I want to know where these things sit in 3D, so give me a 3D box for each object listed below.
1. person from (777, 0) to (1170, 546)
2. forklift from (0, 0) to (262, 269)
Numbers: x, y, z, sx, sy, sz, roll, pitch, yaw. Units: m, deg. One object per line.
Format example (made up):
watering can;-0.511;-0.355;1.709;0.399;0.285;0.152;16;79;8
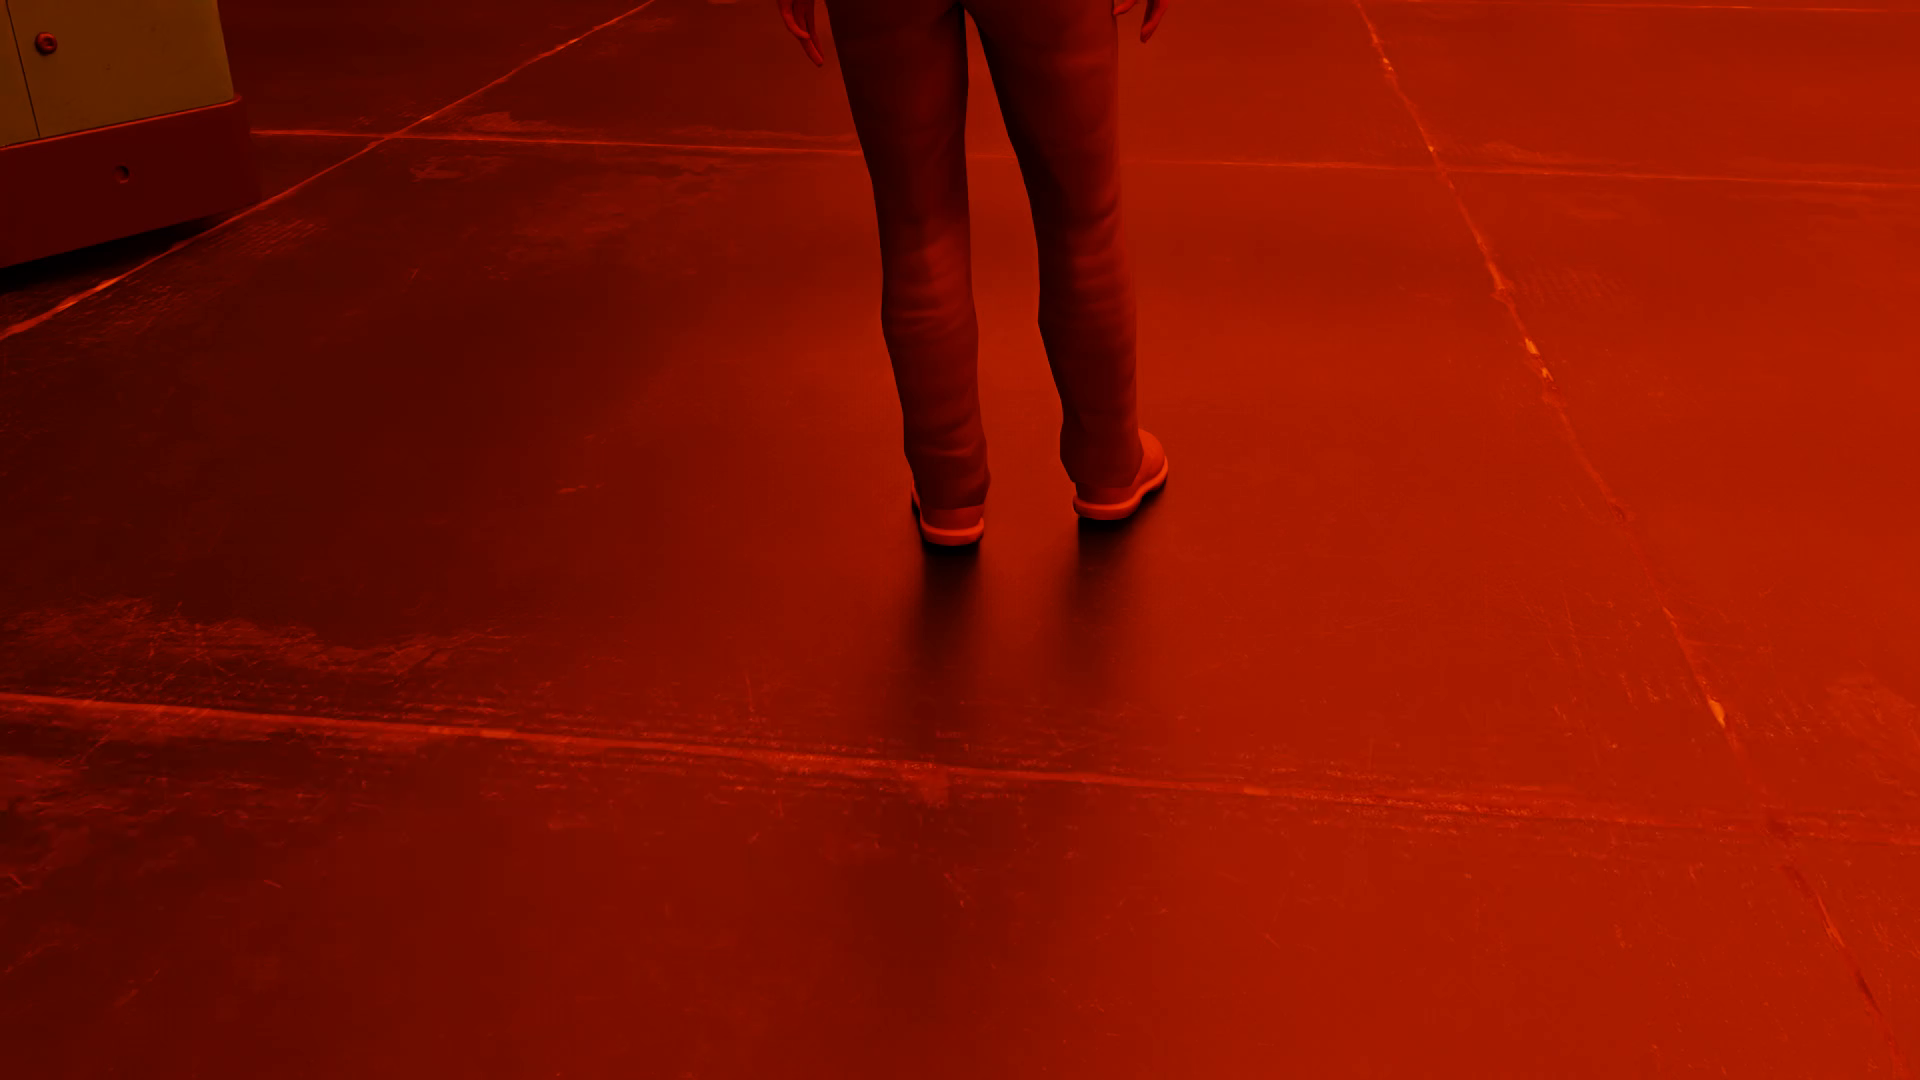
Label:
person;0.031;-0.779;2.205;0.570;1.642;0.504;3;27;7
forklift;-3.173;-2.246;3.720;3.031;2.935;1.130;17;31;30
